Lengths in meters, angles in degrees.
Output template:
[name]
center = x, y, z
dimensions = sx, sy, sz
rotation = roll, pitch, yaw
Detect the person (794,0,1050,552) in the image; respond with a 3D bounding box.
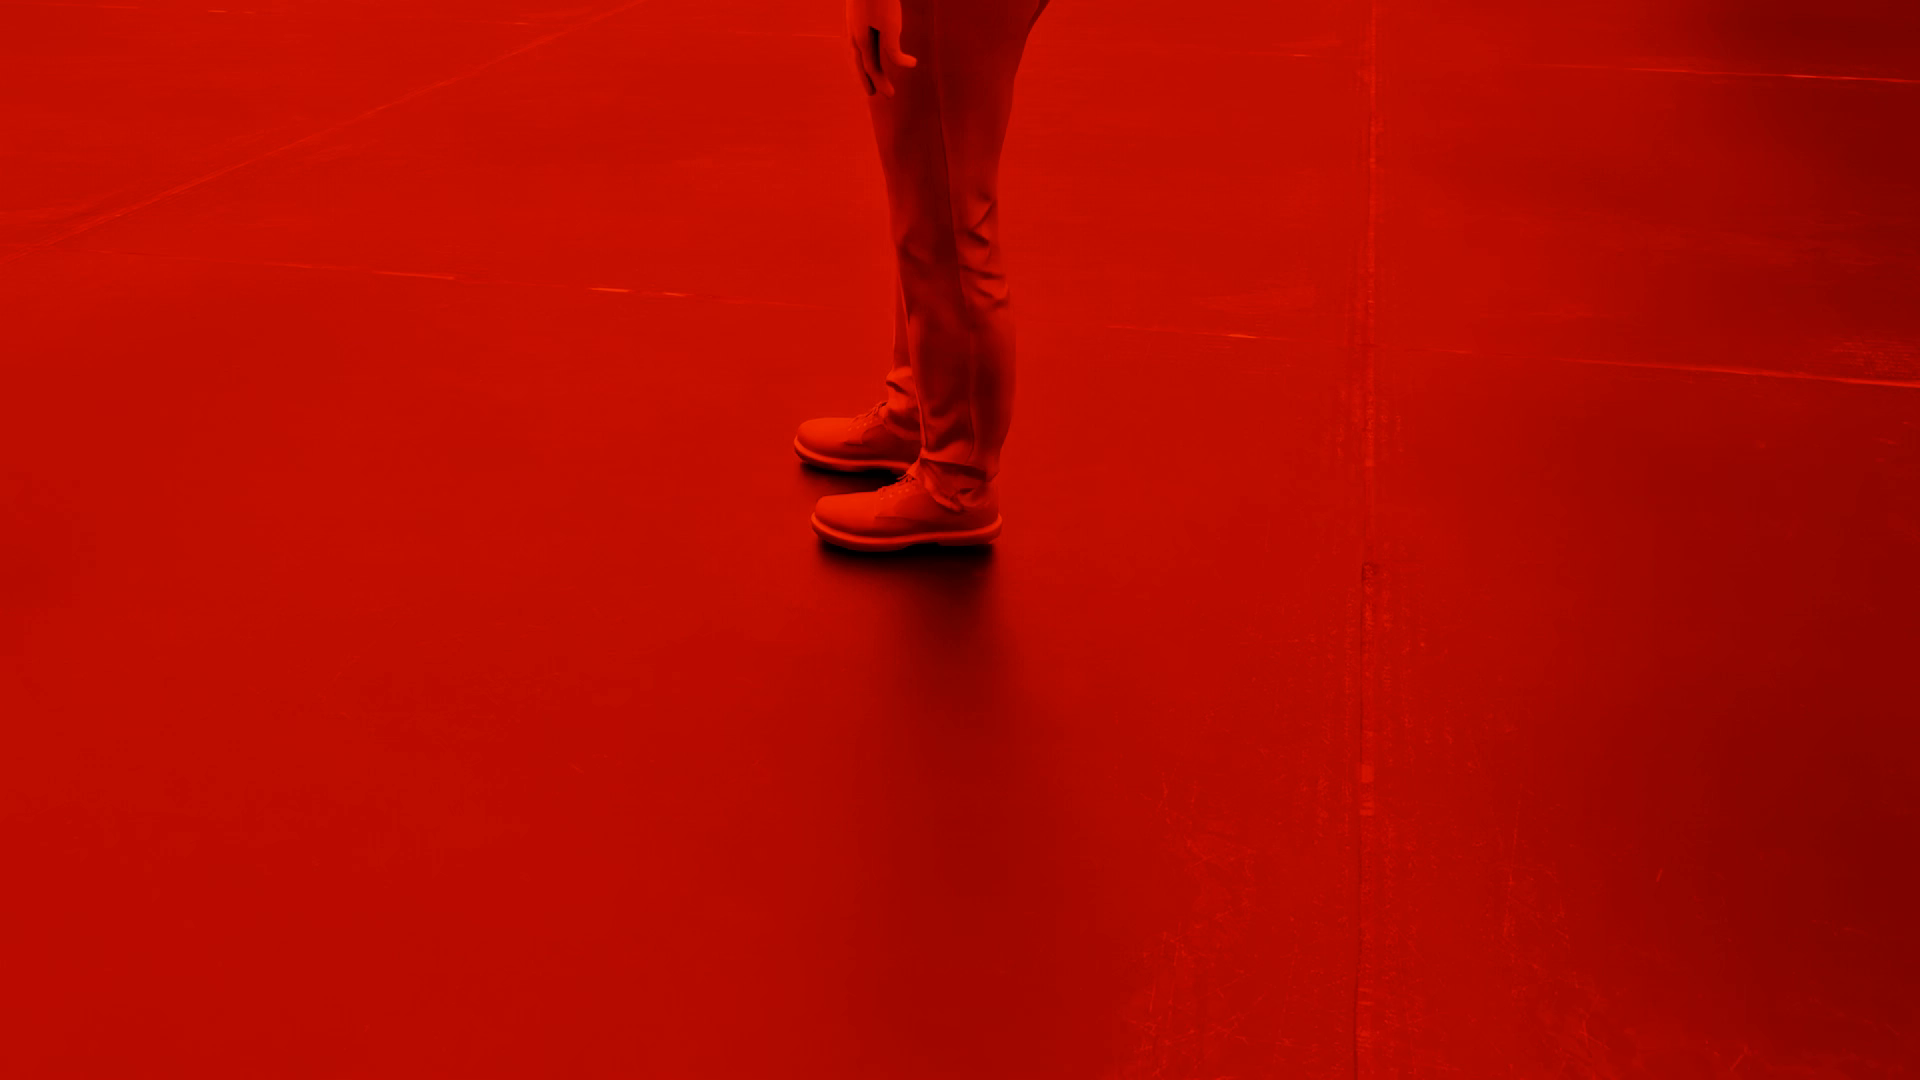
[person]
center = -0.065, -0.772, 2.134
dimensions = 0.531, 1.695, 0.587
rotation = 6, 27, 11
